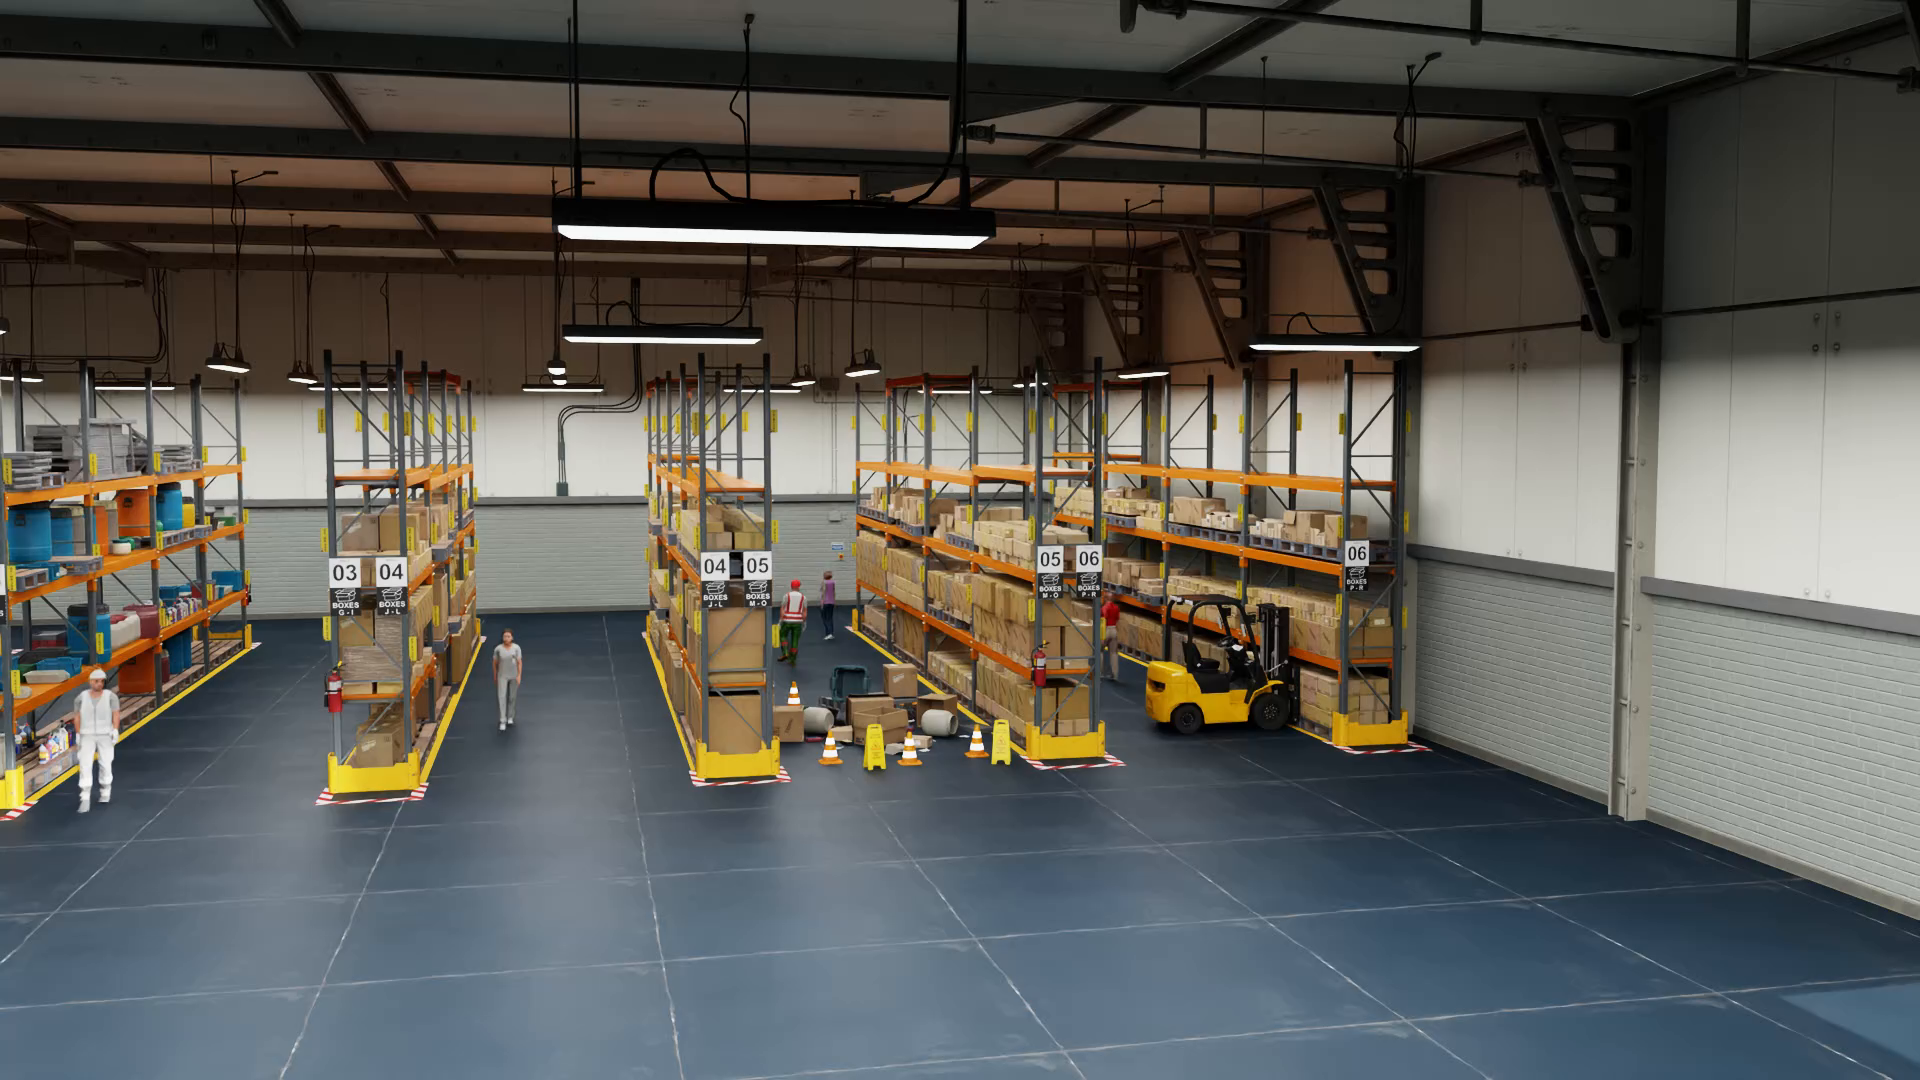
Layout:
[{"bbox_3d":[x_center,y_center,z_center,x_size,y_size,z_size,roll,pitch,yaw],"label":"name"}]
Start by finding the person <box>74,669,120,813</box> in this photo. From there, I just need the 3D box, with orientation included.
[{"bbox_3d":[-11.305,2.611,21.776,0.553,1.792,0.761,-2,4,-25],"label":"person"}]

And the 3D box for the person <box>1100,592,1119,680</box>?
[{"bbox_3d":[2.918,1.910,32.547,0.546,1.773,0.608,-2,4,-25],"label":"person"}]

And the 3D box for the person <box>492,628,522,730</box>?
[{"bbox_3d":[-7.414,2.268,27.313,0.456,1.620,0.964,-2,4,-24],"label":"person"}]

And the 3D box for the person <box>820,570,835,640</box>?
[{"bbox_3d":[-3.073,1.530,38.769,0.365,1.655,0.455,4,5,43],"label":"person"}]

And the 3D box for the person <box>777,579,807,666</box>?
[{"bbox_3d":[-3.476,1.704,34.454,0.631,1.788,0.464,-1,4,-11],"label":"person"}]
